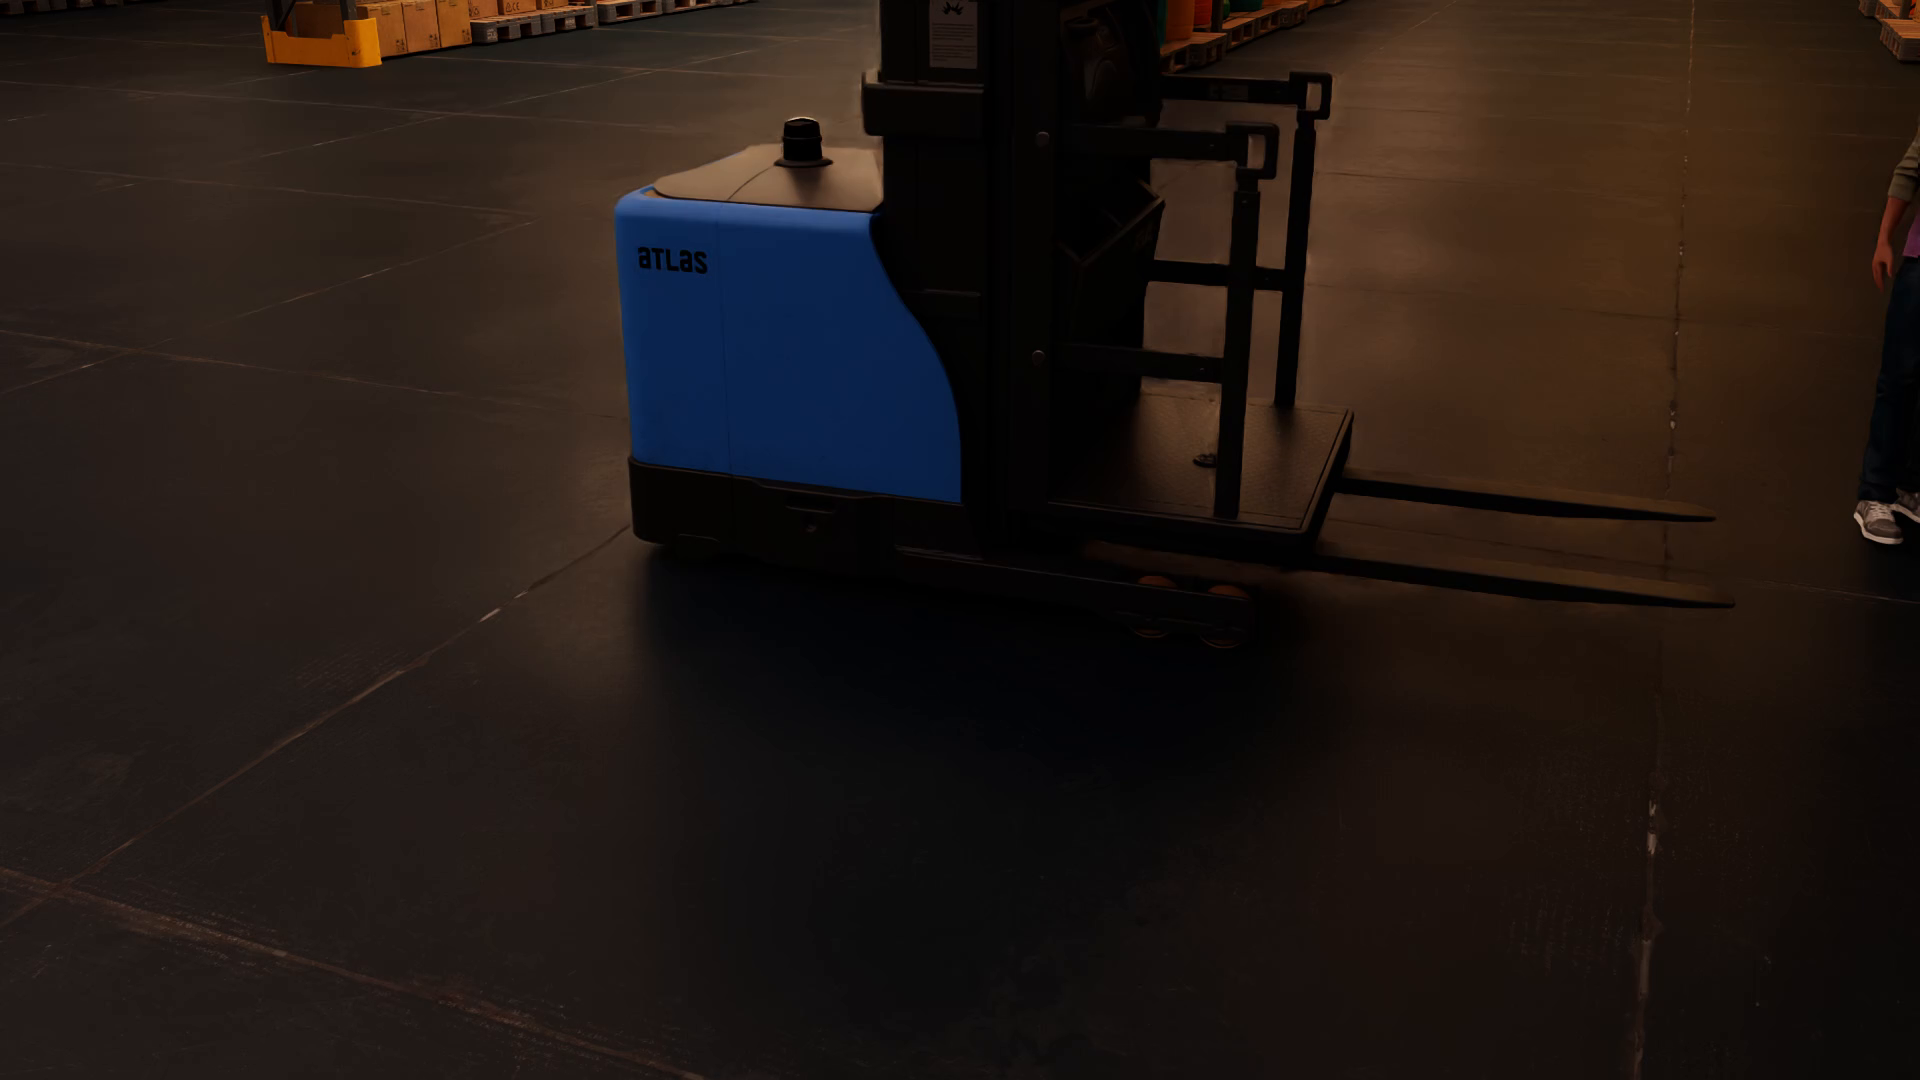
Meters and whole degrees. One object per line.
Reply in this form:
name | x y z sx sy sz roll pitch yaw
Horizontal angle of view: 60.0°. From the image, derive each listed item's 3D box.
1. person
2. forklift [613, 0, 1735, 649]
person | 2.960 -0.780 4.893 0.497 1.598 0.543 12 26 27
forklift | 0.597 -1.294 4.388 3.031 2.935 1.130 8 24 17
